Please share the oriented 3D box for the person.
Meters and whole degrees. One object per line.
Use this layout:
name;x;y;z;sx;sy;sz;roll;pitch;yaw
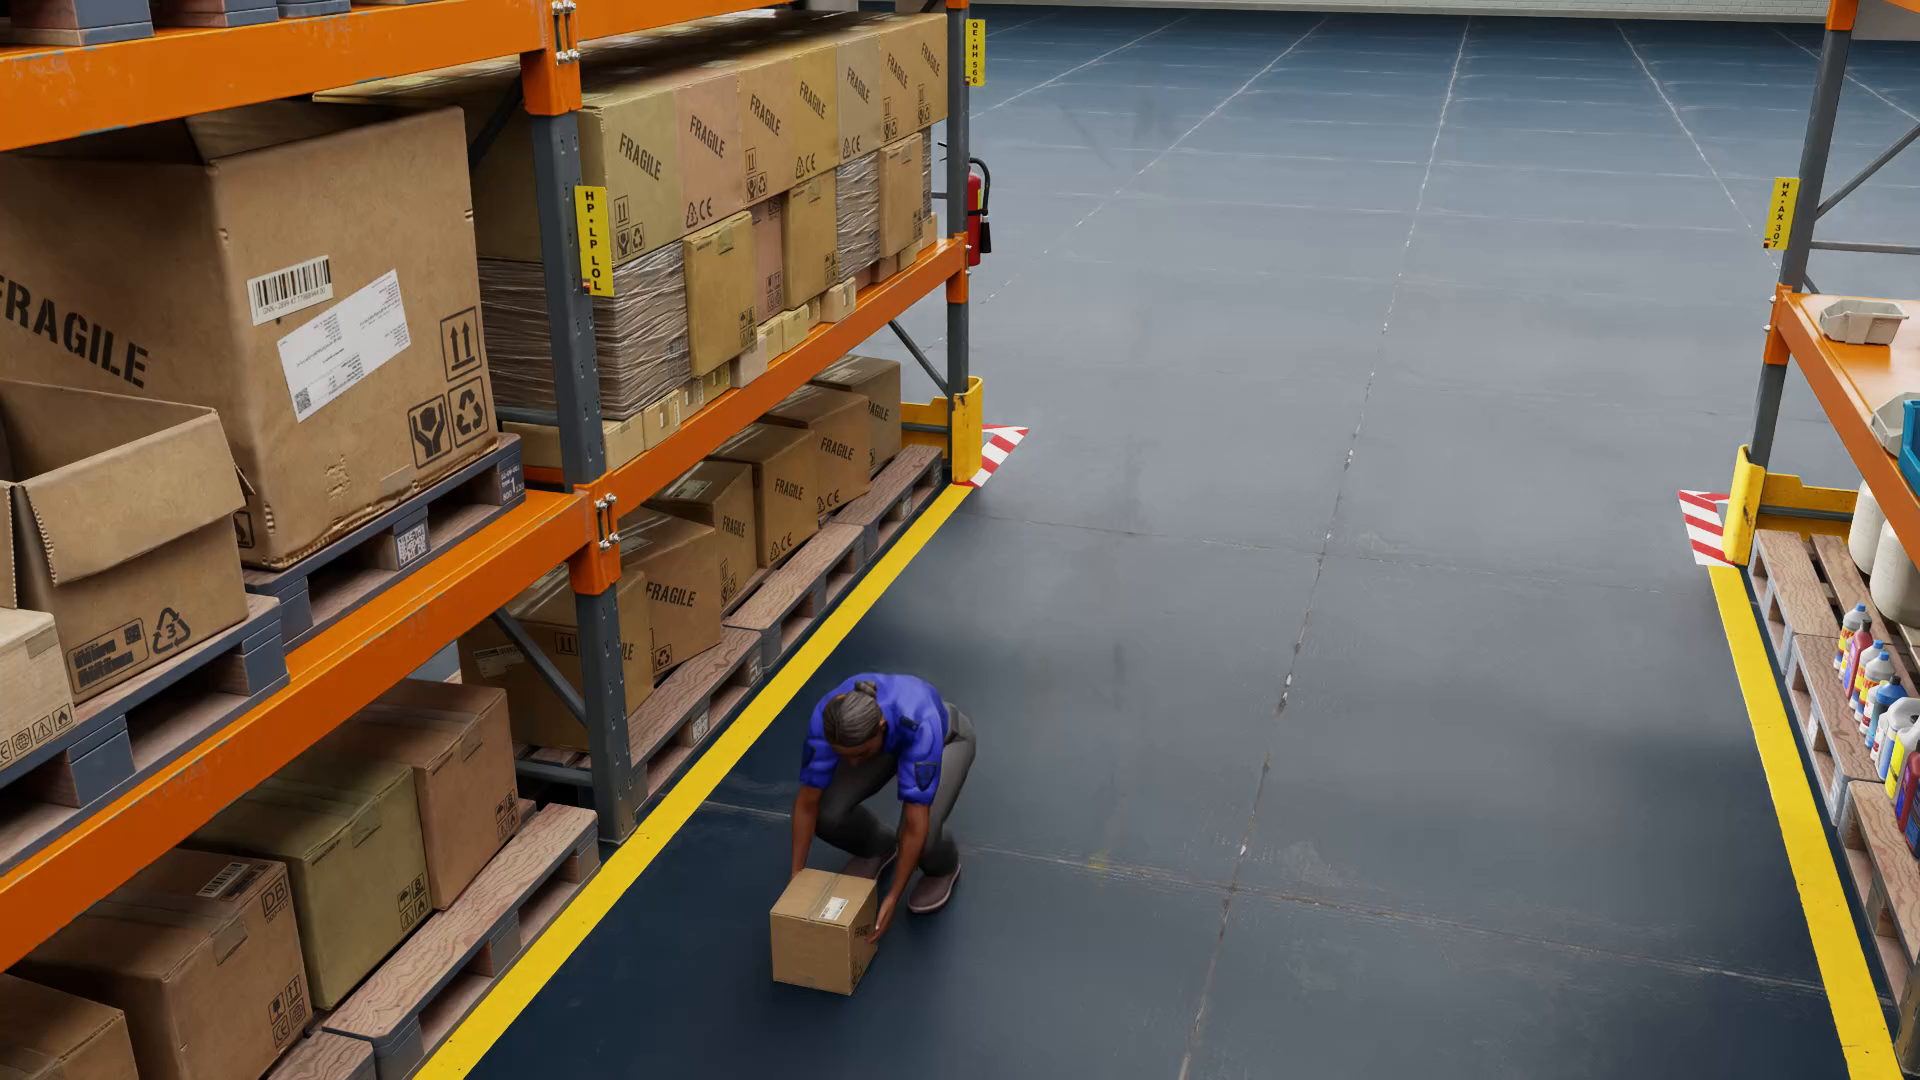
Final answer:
person;-0.229;0.763;5.223;0.483;0.908;0.818;11;24;24
